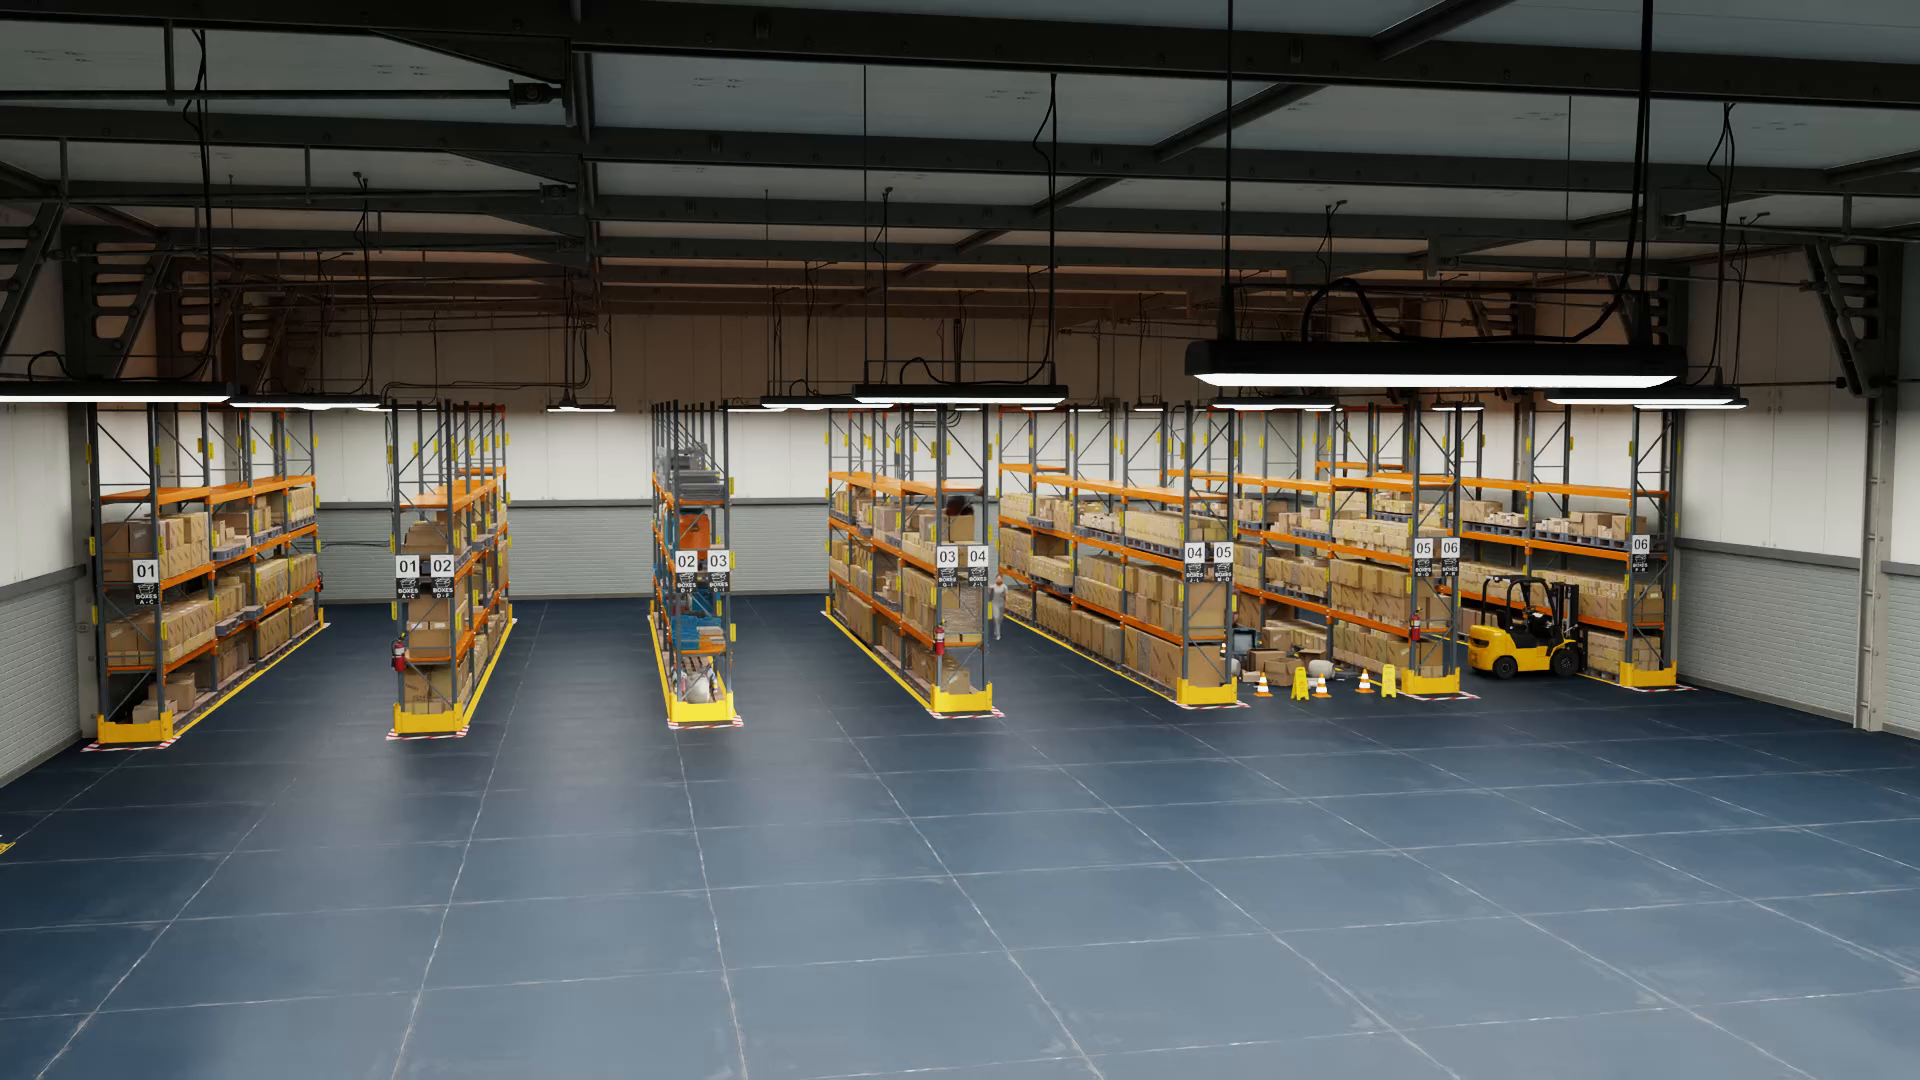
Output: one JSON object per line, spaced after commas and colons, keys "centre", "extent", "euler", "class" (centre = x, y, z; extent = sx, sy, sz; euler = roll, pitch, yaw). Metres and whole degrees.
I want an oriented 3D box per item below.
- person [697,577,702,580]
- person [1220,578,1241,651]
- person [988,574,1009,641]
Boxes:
{"centre": [-7.615, 1.309, 47.863], "extent": [0.670, 1.598, 0.489], "euler": [1, 5, 17], "class": "person"}
{"centre": [6.522, 1.802, 40.329], "extent": [0.522, 1.782, 0.628], "euler": [0, 4, 0], "class": "person"}
{"centre": [1.000, 1.712, 42.638], "extent": [0.496, 1.672, 0.932], "euler": [-1, 4, -11], "class": "person"}
